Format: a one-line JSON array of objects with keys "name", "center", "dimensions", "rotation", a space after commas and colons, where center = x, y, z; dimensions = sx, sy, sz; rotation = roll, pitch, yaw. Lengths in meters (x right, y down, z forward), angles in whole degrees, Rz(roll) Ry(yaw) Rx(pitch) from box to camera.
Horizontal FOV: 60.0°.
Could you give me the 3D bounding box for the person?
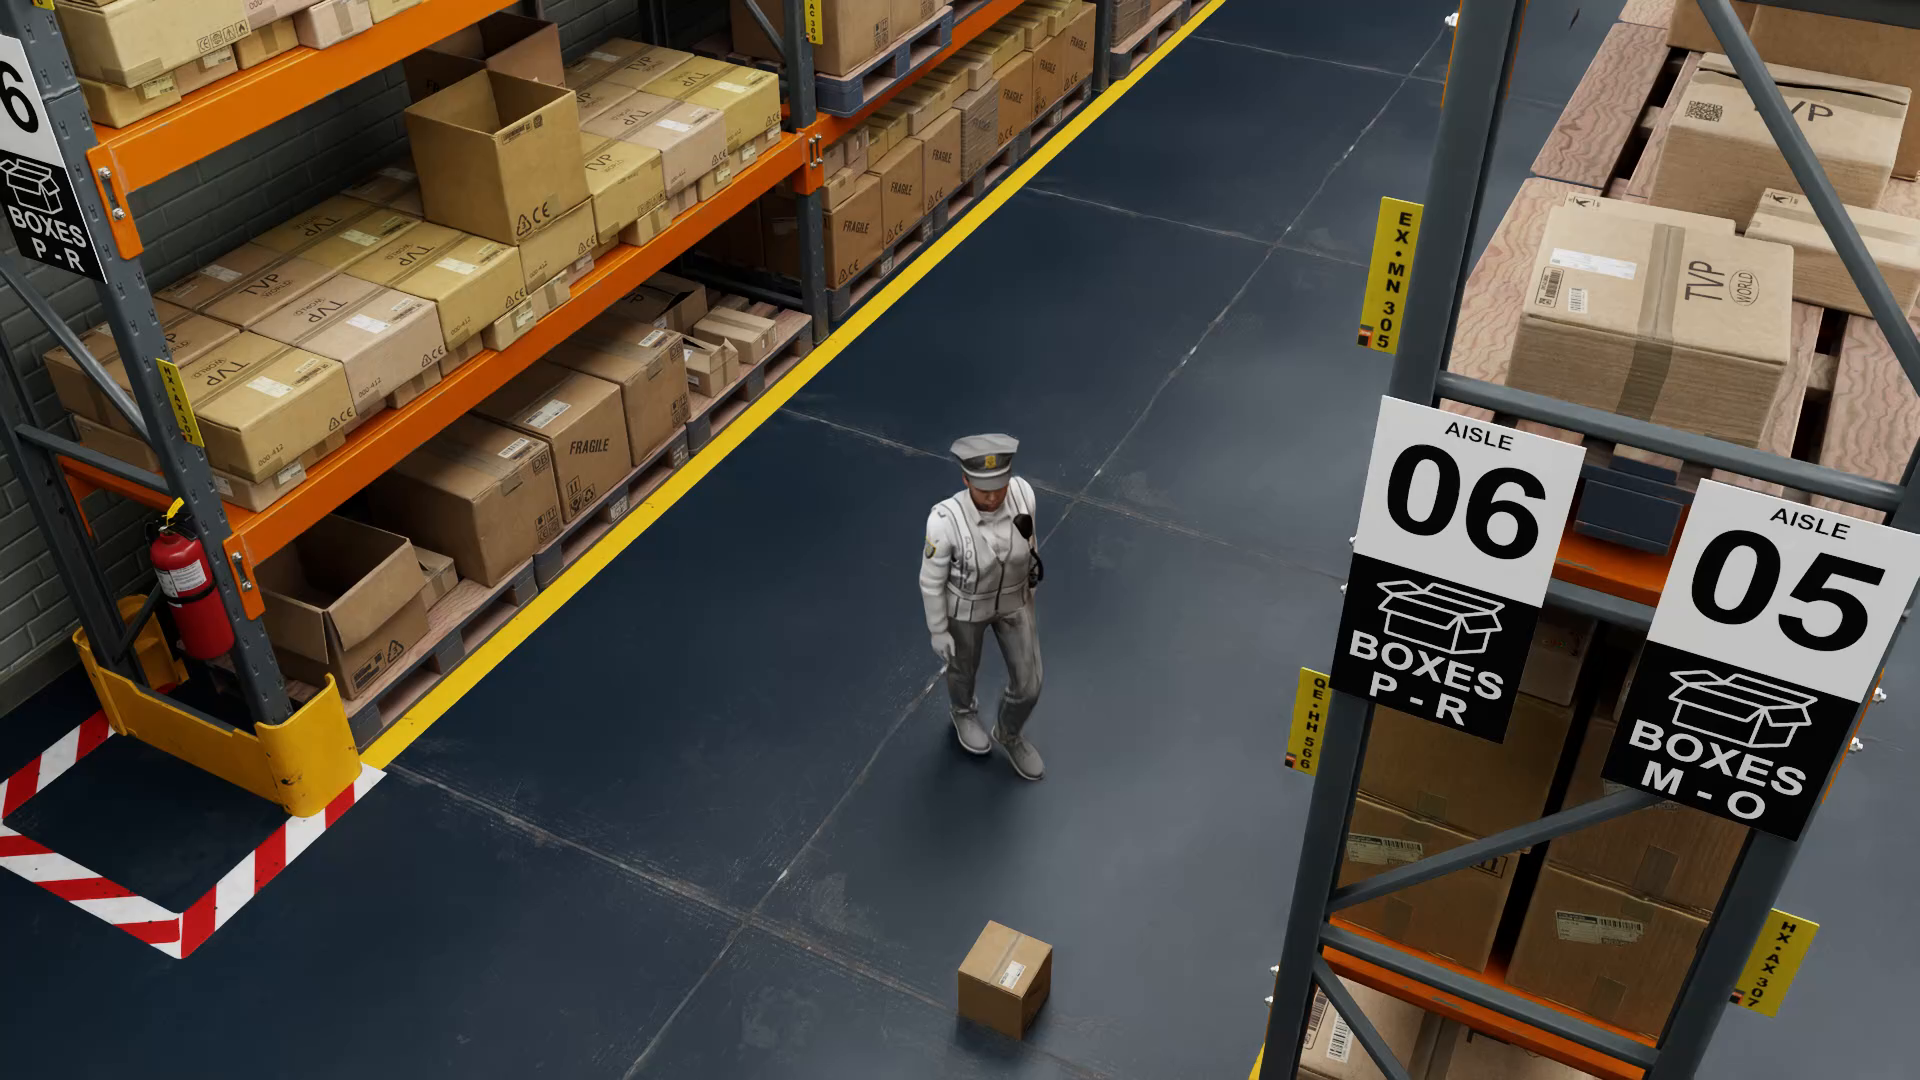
[{"name": "person", "center": [0.078, 0.246, 6.422], "dimensions": [0.520, 1.691, 0.512], "rotation": [-12, 40, -15]}]
